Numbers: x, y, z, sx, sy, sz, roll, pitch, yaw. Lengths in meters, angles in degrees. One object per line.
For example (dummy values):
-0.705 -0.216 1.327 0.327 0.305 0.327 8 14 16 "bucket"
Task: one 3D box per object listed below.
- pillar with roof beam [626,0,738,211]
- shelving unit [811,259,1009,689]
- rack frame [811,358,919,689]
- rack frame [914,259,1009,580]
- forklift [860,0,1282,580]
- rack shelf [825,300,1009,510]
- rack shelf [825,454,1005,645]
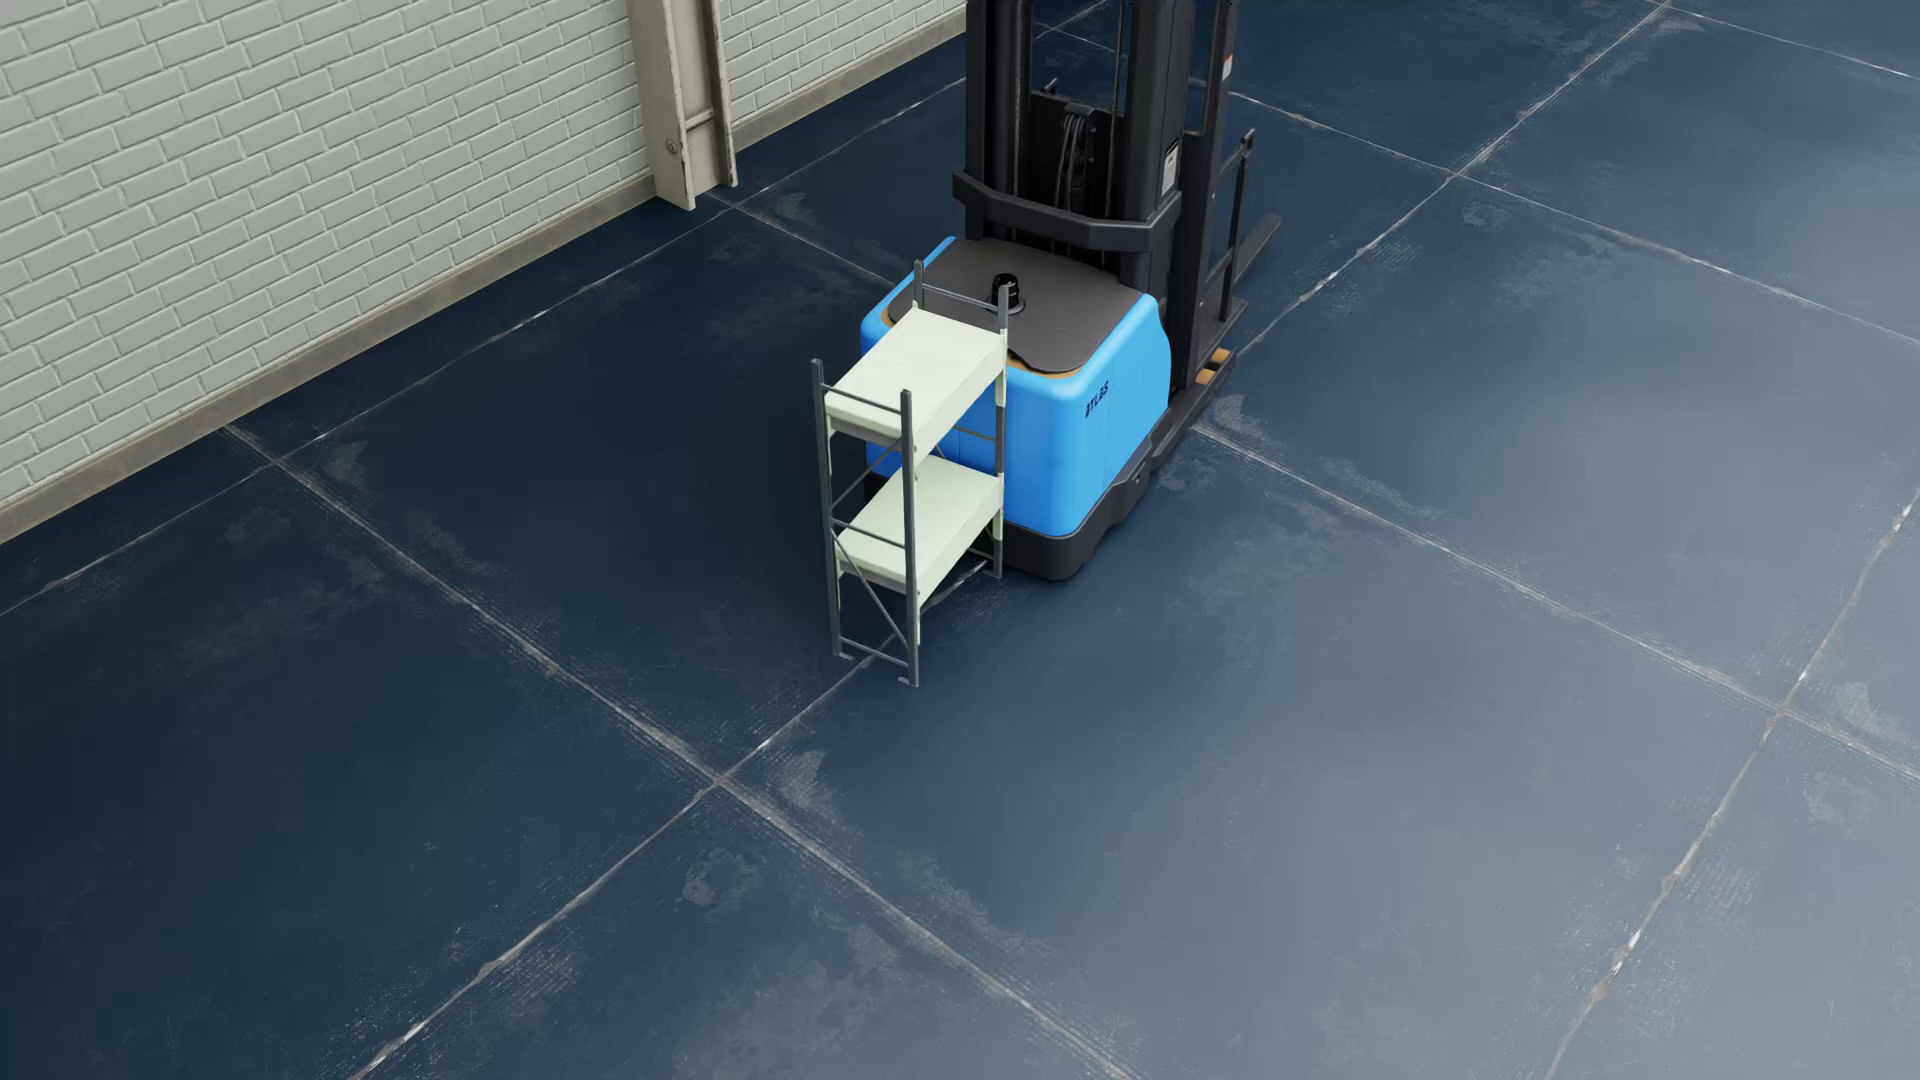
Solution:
1.757 -3.513 4.607 9.100 9.000 0.400 29 50 28 "pillar with roof beam"
-0.173 -0.236 6.577 0.431 1.500 0.755 20 46 21 "shelving unit"
-0.349 -0.020 6.340 0.400 1.500 0.023 20 46 21 "rack frame"
0.003 -0.452 6.815 0.400 1.500 0.023 20 46 21 "rack frame"
0.724 -1.895 7.338 1.130 2.935 3.031 20 46 21 "forklift"
-0.173 -0.525 6.315 0.431 0.370 0.720 20 46 21 "rack shelf"
-0.173 0.005 6.797 0.431 0.370 0.720 20 46 21 "rack shelf"
